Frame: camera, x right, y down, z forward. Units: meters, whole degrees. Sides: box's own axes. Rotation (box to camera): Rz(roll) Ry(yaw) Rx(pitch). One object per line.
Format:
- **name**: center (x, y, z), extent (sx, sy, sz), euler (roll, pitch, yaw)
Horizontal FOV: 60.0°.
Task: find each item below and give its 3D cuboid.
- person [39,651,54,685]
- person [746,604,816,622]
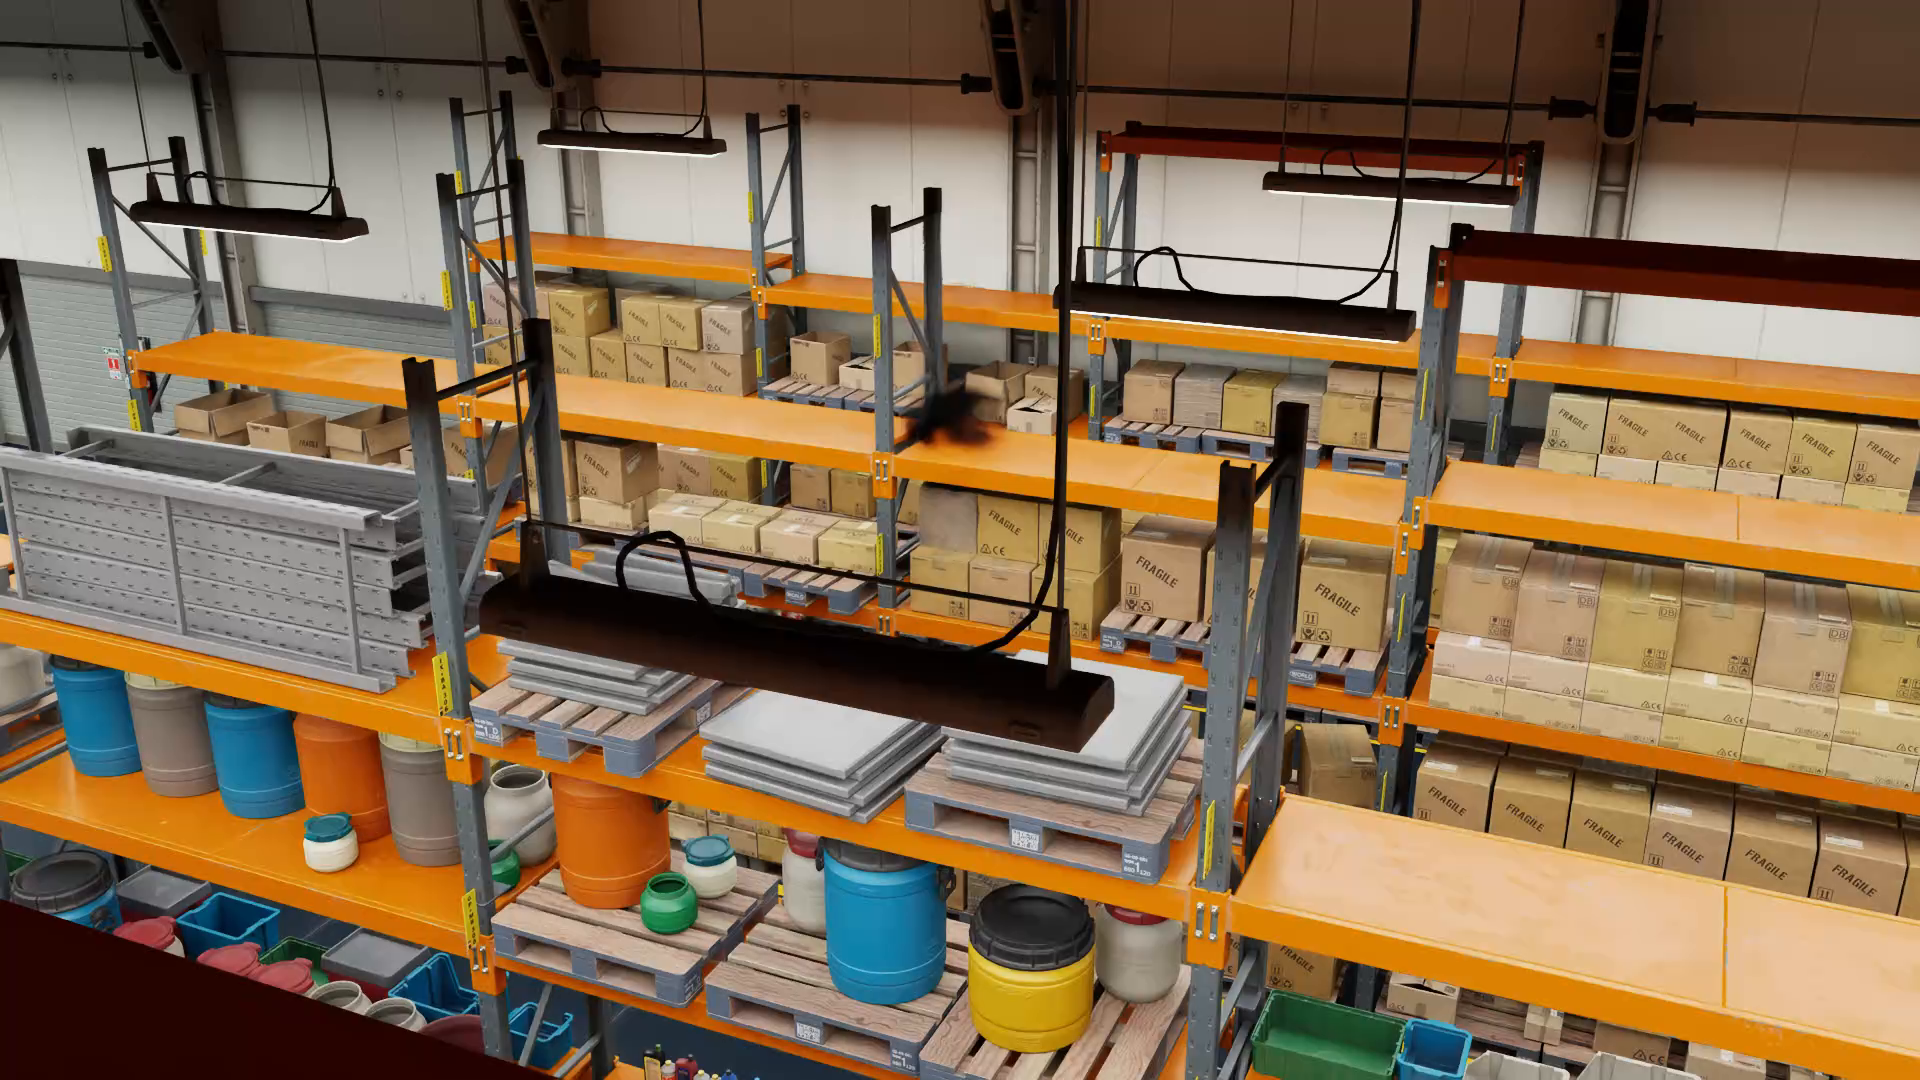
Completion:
- **person**: center (-9.620, 1.151, 17.457), extent (0.610, 1.572, 0.557), euler (-11, 23, -28)
- **person**: center (-1.828, 0.957, 16.860), extent (0.740, 1.758, 0.707), euler (7, 22, 19)
